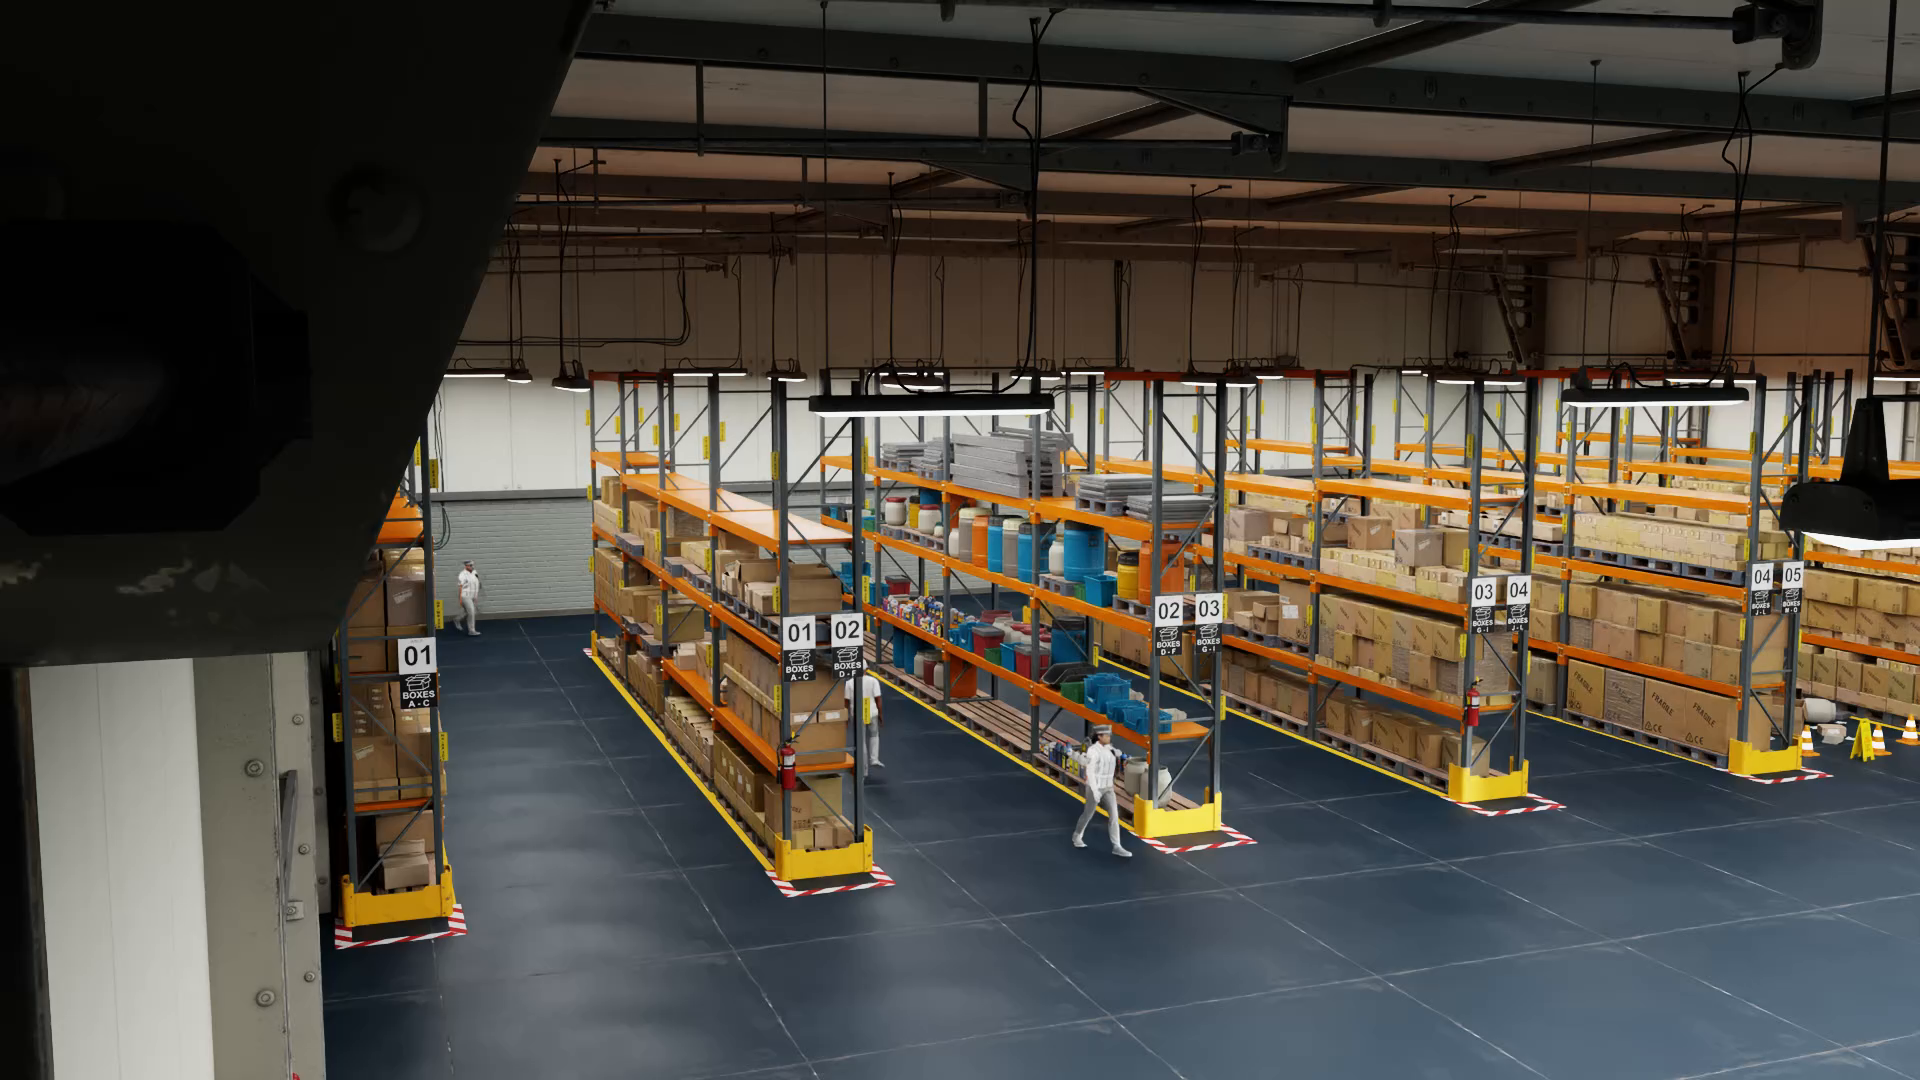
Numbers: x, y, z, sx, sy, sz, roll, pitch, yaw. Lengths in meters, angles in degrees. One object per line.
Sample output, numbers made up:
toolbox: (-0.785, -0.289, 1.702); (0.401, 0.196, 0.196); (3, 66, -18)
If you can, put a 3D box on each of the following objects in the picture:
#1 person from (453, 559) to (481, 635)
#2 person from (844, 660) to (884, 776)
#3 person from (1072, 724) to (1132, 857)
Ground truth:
person: (-11.152, 1.264, 37.602); (0.859, 1.715, 0.540); (2, 7, 21)
person: (-1.456, 2.658, 25.058); (0.600, 1.756, 0.491); (-1, 6, -10)
person: (1.806, 3.151, 21.114); (0.513, 1.630, 0.910); (-5, 8, -38)
